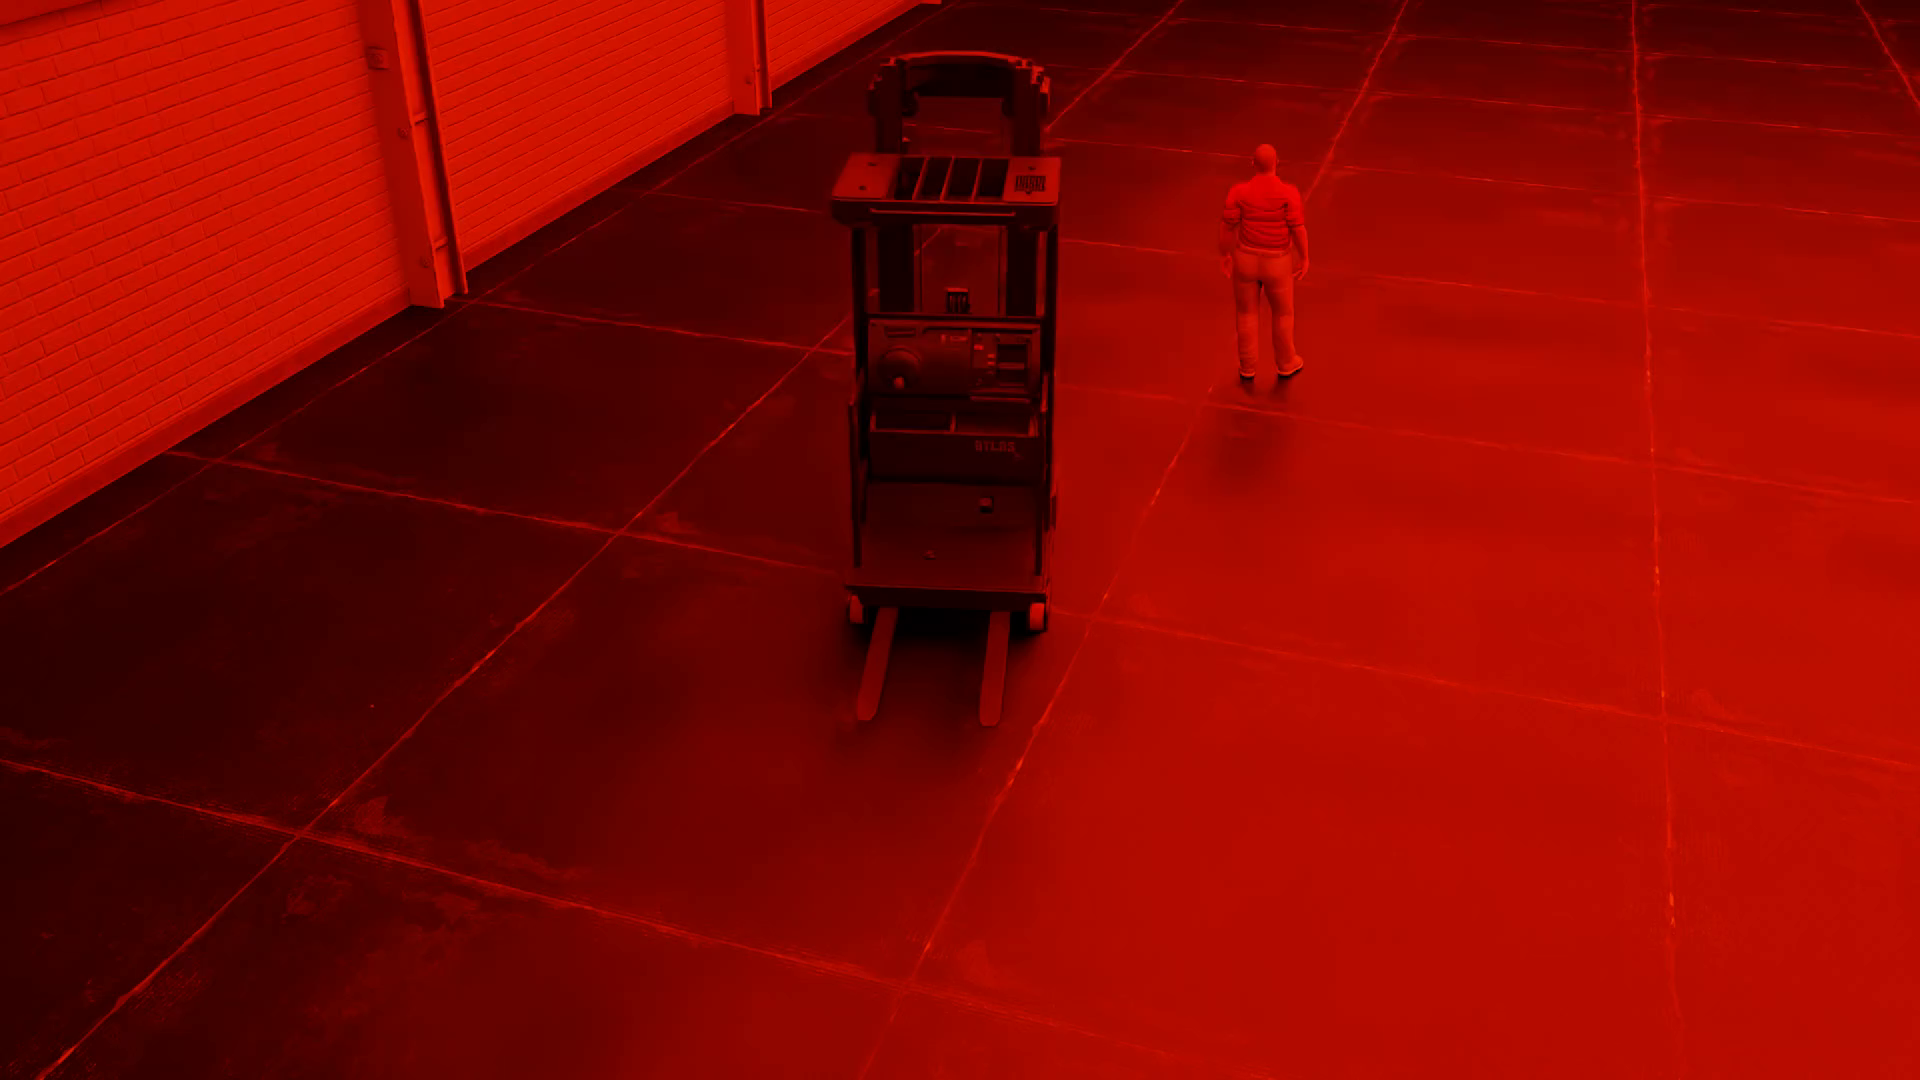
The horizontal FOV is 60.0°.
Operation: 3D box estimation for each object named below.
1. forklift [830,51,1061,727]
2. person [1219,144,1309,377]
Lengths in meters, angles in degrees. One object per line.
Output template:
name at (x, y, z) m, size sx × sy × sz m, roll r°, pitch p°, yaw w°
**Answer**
forklift at (-0.047, -0.936, 8.778) m, size 1.130 × 2.935 × 3.031 m, roll 2°, pitch 30°, yaw 4°
person at (2.175, -1.996, 11.836) m, size 0.641 × 1.728 × 0.550 m, roll 10°, pitch 31°, yaw 16°
